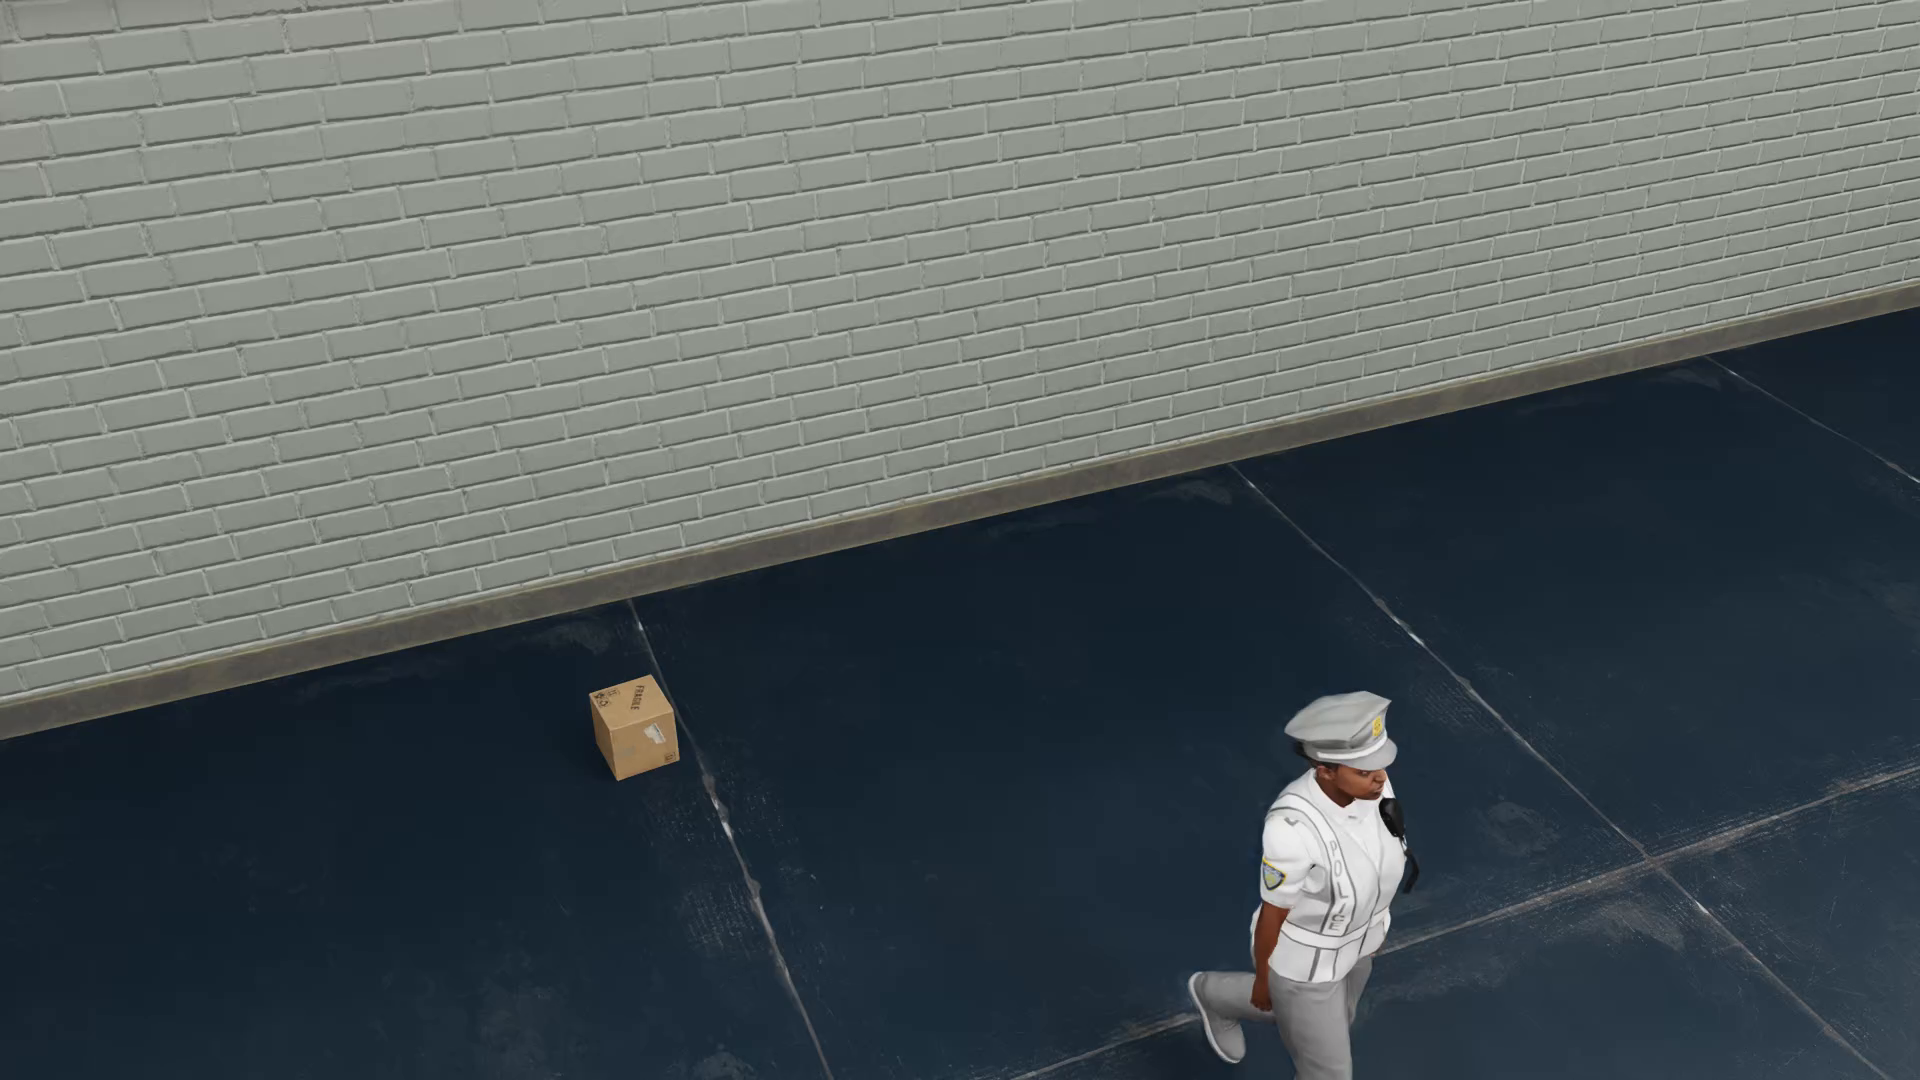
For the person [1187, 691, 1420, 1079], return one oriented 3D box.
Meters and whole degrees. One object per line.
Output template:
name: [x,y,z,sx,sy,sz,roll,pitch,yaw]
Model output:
person: [0.945,1.056,4.513,0.450,1.659,0.790,-28,43,-35]
